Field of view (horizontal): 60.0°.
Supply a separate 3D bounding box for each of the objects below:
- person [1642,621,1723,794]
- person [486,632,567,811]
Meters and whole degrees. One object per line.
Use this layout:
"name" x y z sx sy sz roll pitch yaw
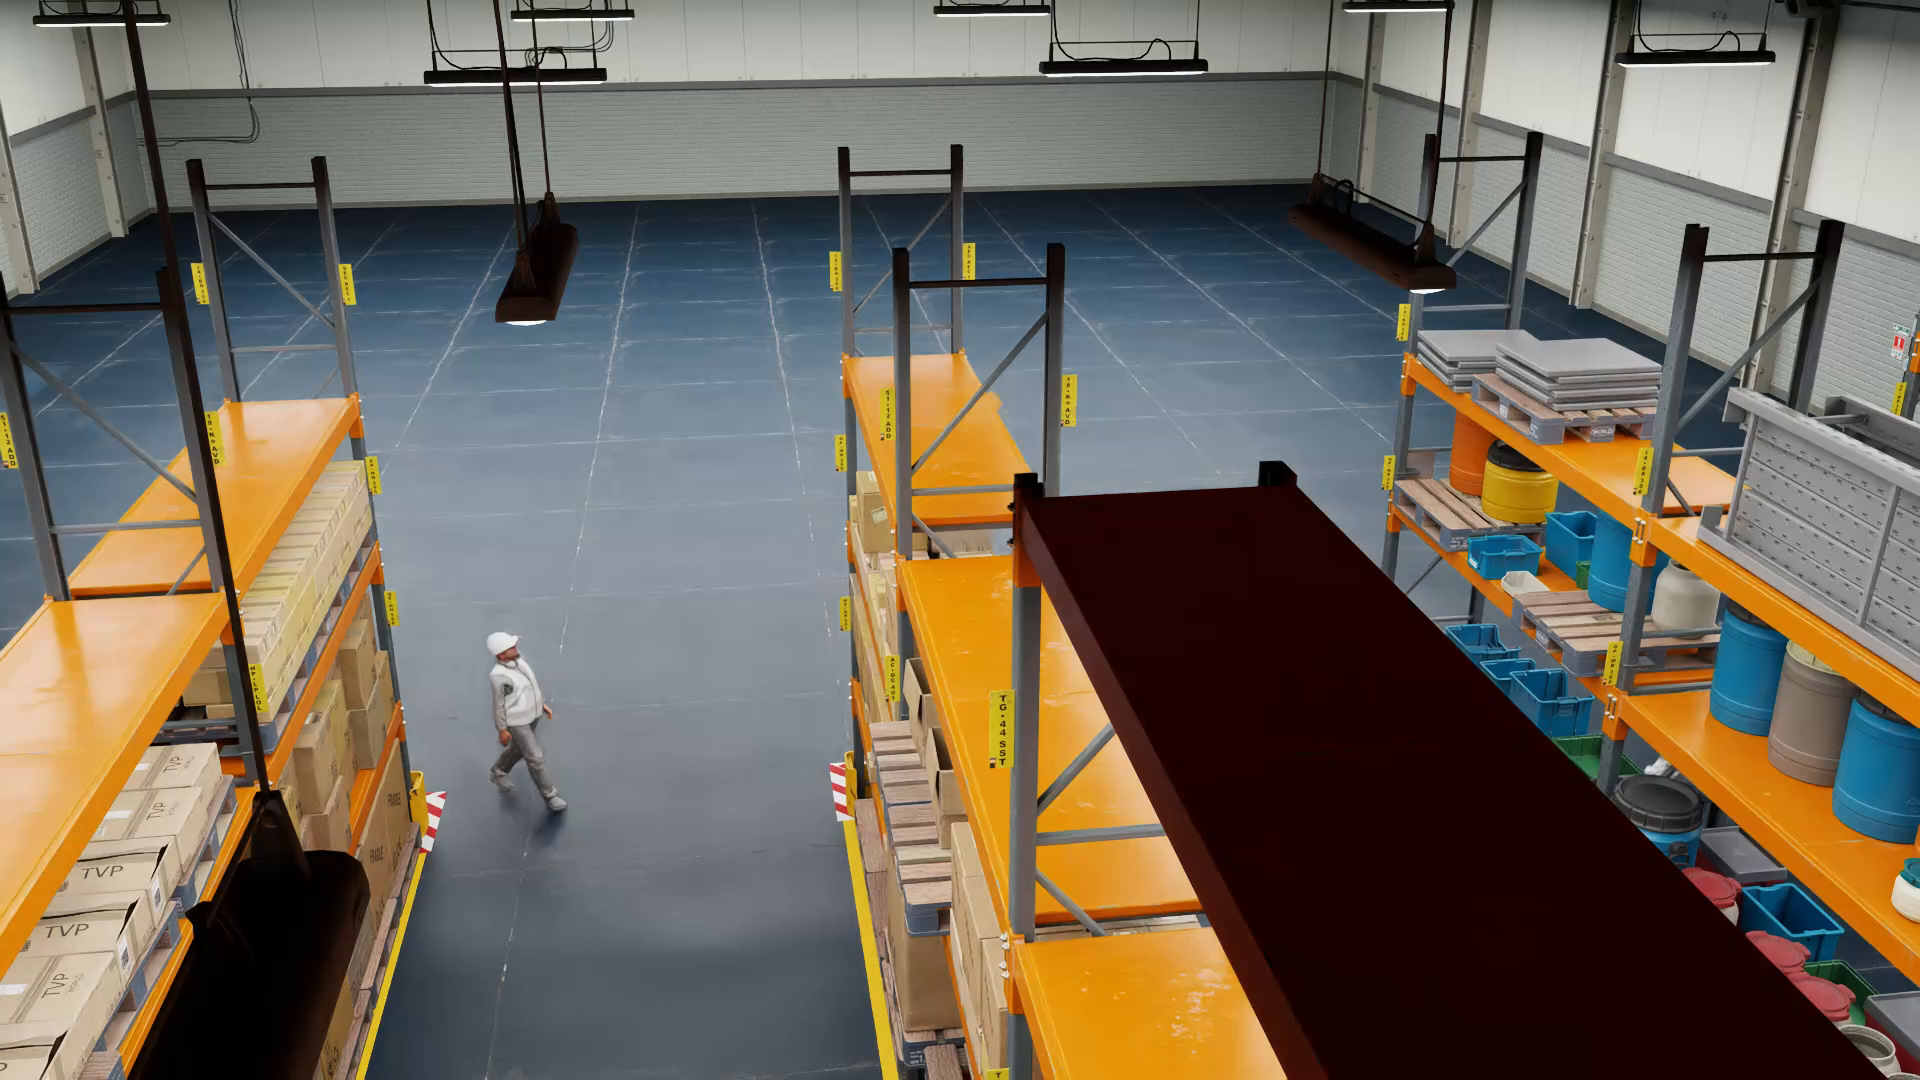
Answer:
"person" 6.848 1.514 15.390 0.503 1.747 0.923 -16 27 -36
"person" -4.019 1.619 15.210 0.966 1.730 0.580 8 23 20
